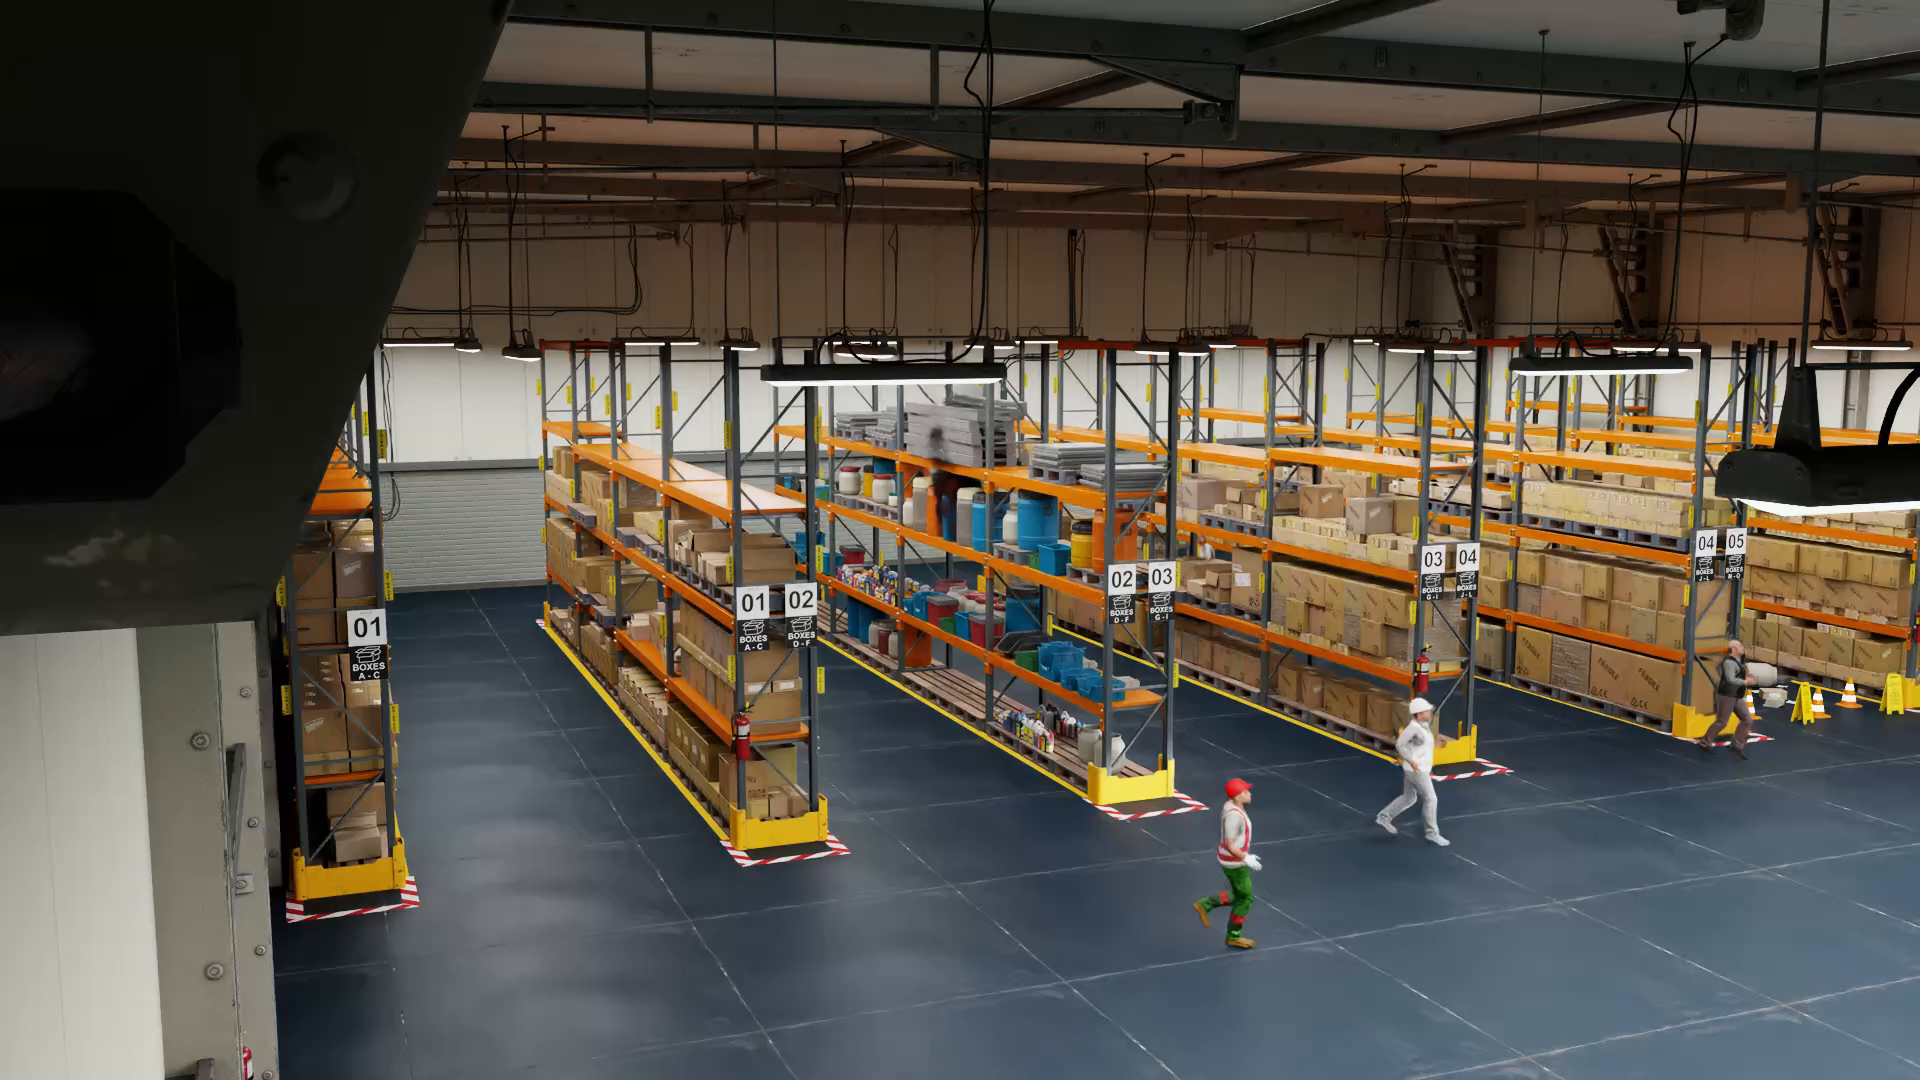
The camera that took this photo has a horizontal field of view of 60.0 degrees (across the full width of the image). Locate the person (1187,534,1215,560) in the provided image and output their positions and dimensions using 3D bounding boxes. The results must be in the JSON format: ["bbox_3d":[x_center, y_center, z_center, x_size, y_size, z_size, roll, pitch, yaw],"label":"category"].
[{"bbox_3d":[5.348,0.686,36.797,0.650,1.768,0.722,-2,8,-14],"label":"person"}]

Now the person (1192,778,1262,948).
[{"bbox_3d":[2.714,3.274,16.925,0.675,1.759,0.659,1,7,5],"label":"person"}]

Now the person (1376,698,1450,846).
[{"bbox_3d":[5.570,2.810,20.368,0.892,1.801,0.641,2,8,14],"label":"person"}]

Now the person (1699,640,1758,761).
[{"bbox_3d":[11.242,2.327,24.282,0.722,1.761,0.648,5,9,36],"label":"person"}]
